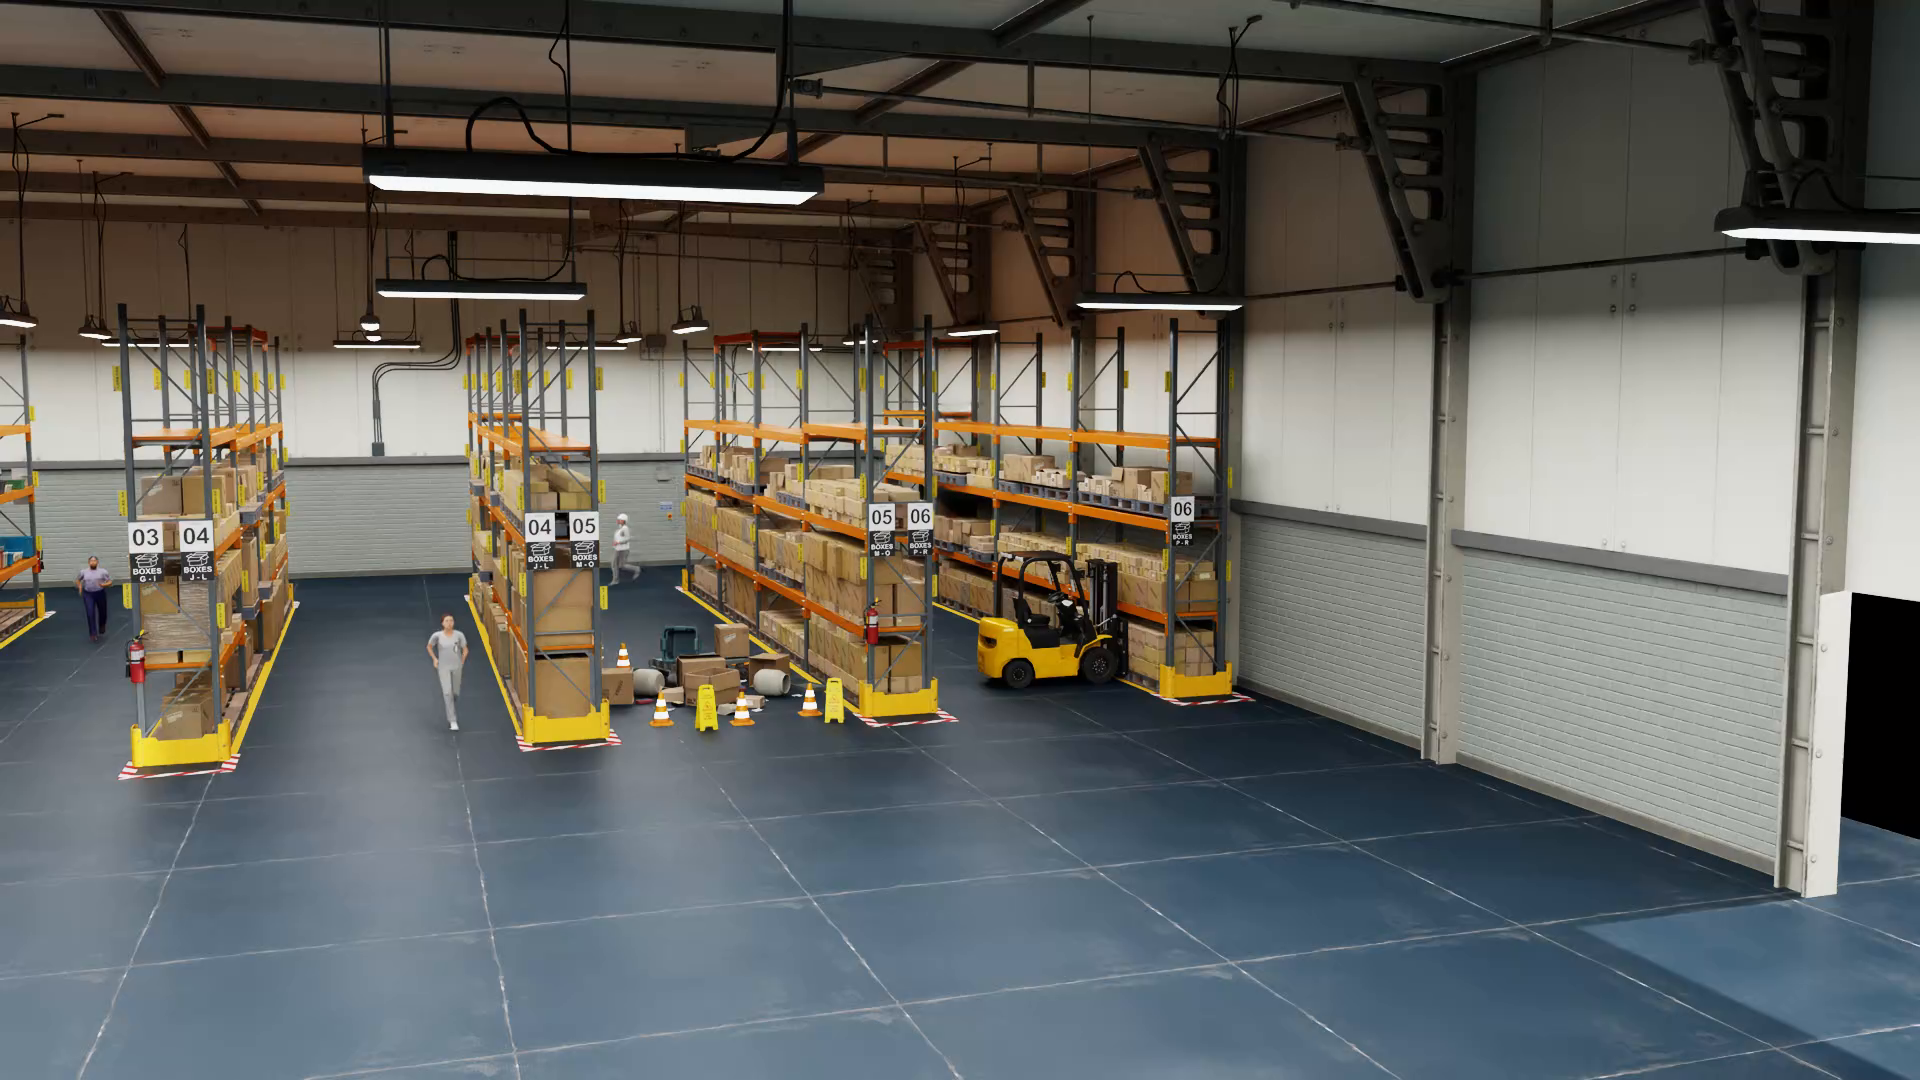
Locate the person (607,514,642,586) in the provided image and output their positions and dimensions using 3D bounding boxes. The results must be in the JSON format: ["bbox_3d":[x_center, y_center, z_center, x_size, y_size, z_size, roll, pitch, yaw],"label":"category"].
[{"bbox_3d":[-8.326,0.239,41.133,0.868,1.771,0.662,-3,6,-31],"label":"person"}]

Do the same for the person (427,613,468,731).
[{"bbox_3d":[-7.459,1.890,24.267,0.567,1.666,0.867,-3,6,-26],"label":"person"}]

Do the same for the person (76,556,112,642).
[{"bbox_3d":[-16.821,1.116,32.328,0.616,1.624,0.912,-3,6,-29],"label":"person"}]
